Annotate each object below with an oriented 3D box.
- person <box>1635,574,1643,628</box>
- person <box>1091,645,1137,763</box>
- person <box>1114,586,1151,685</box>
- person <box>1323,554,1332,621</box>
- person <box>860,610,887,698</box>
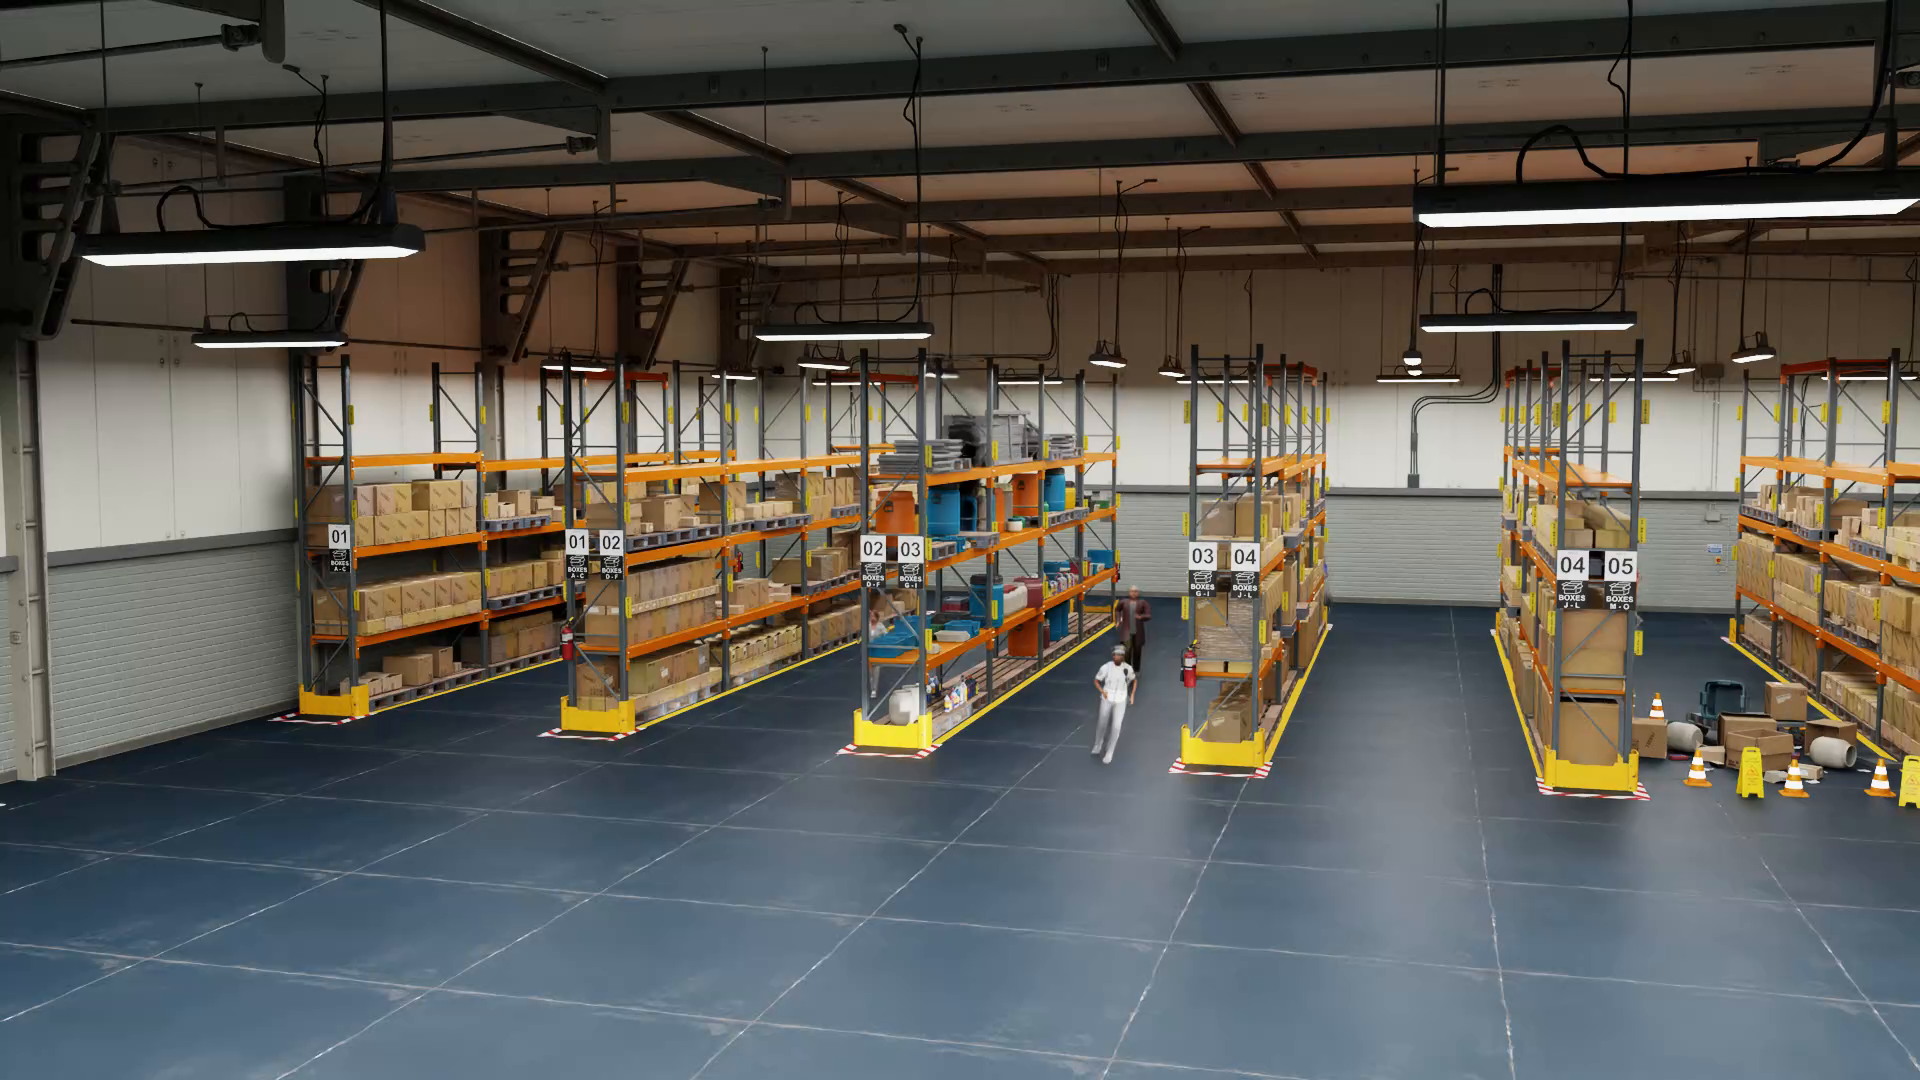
[{"bbox_3d":[15.251,1.262,38.242,0.973,1.729,0.662,0,4,5],"label":"person"},{"bbox_3d":[2.244,2.371,24.204,0.661,1.719,0.679,0,4,4],"label":"person"},{"bbox_3d":[3.242,1.774,31.190,0.676,1.851,0.860,0,4,3],"label":"person"},{"bbox_3d":[8.778,1.141,40.655,0.599,1.682,0.829,-2,5,-30],"label":"person"},{"bbox_3d":[-1.524,2.009,29.673,0.522,1.554,0.598,0,4,4],"label":"person"}]
